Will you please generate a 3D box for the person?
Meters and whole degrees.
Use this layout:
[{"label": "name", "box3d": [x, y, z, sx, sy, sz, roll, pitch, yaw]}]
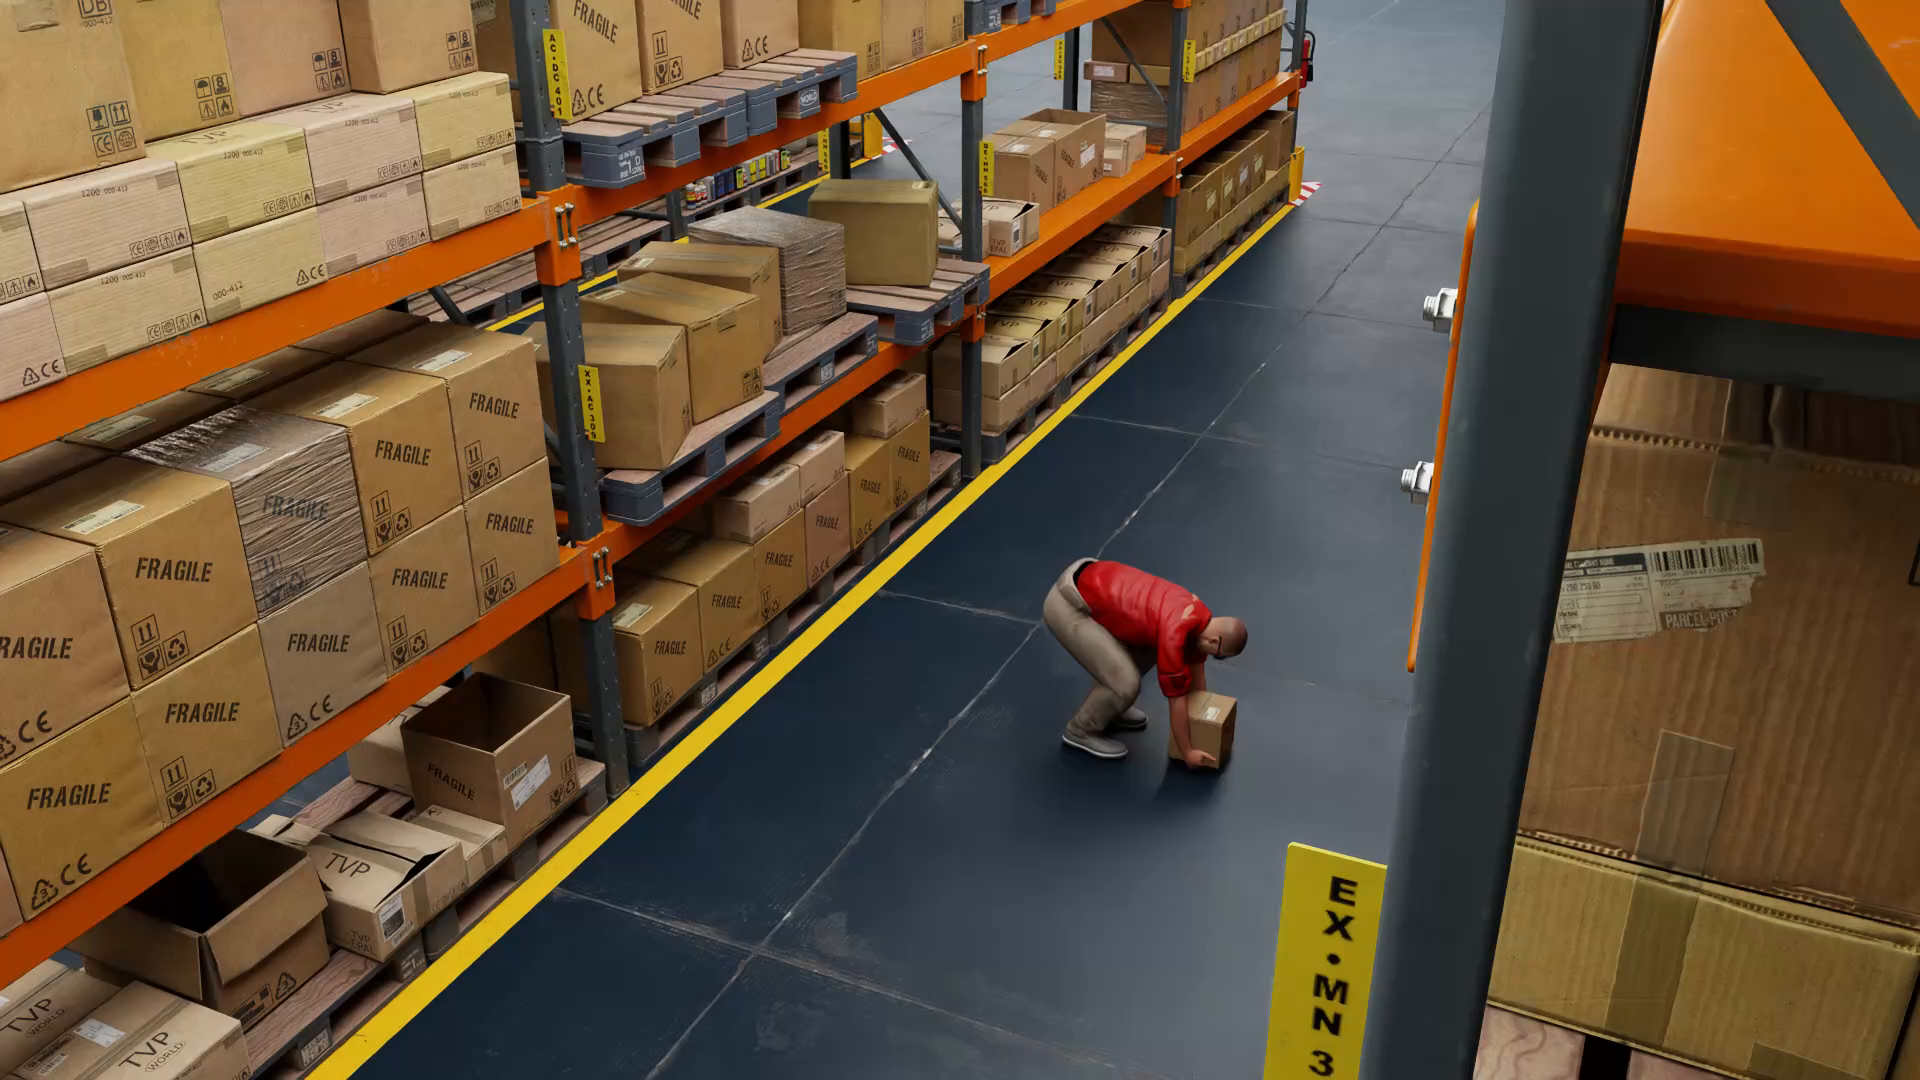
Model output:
[{"label": "person", "box3d": [0.873, 0.571, 7.882, 0.956, 0.921, 0.540, 10, 28, 19]}]
